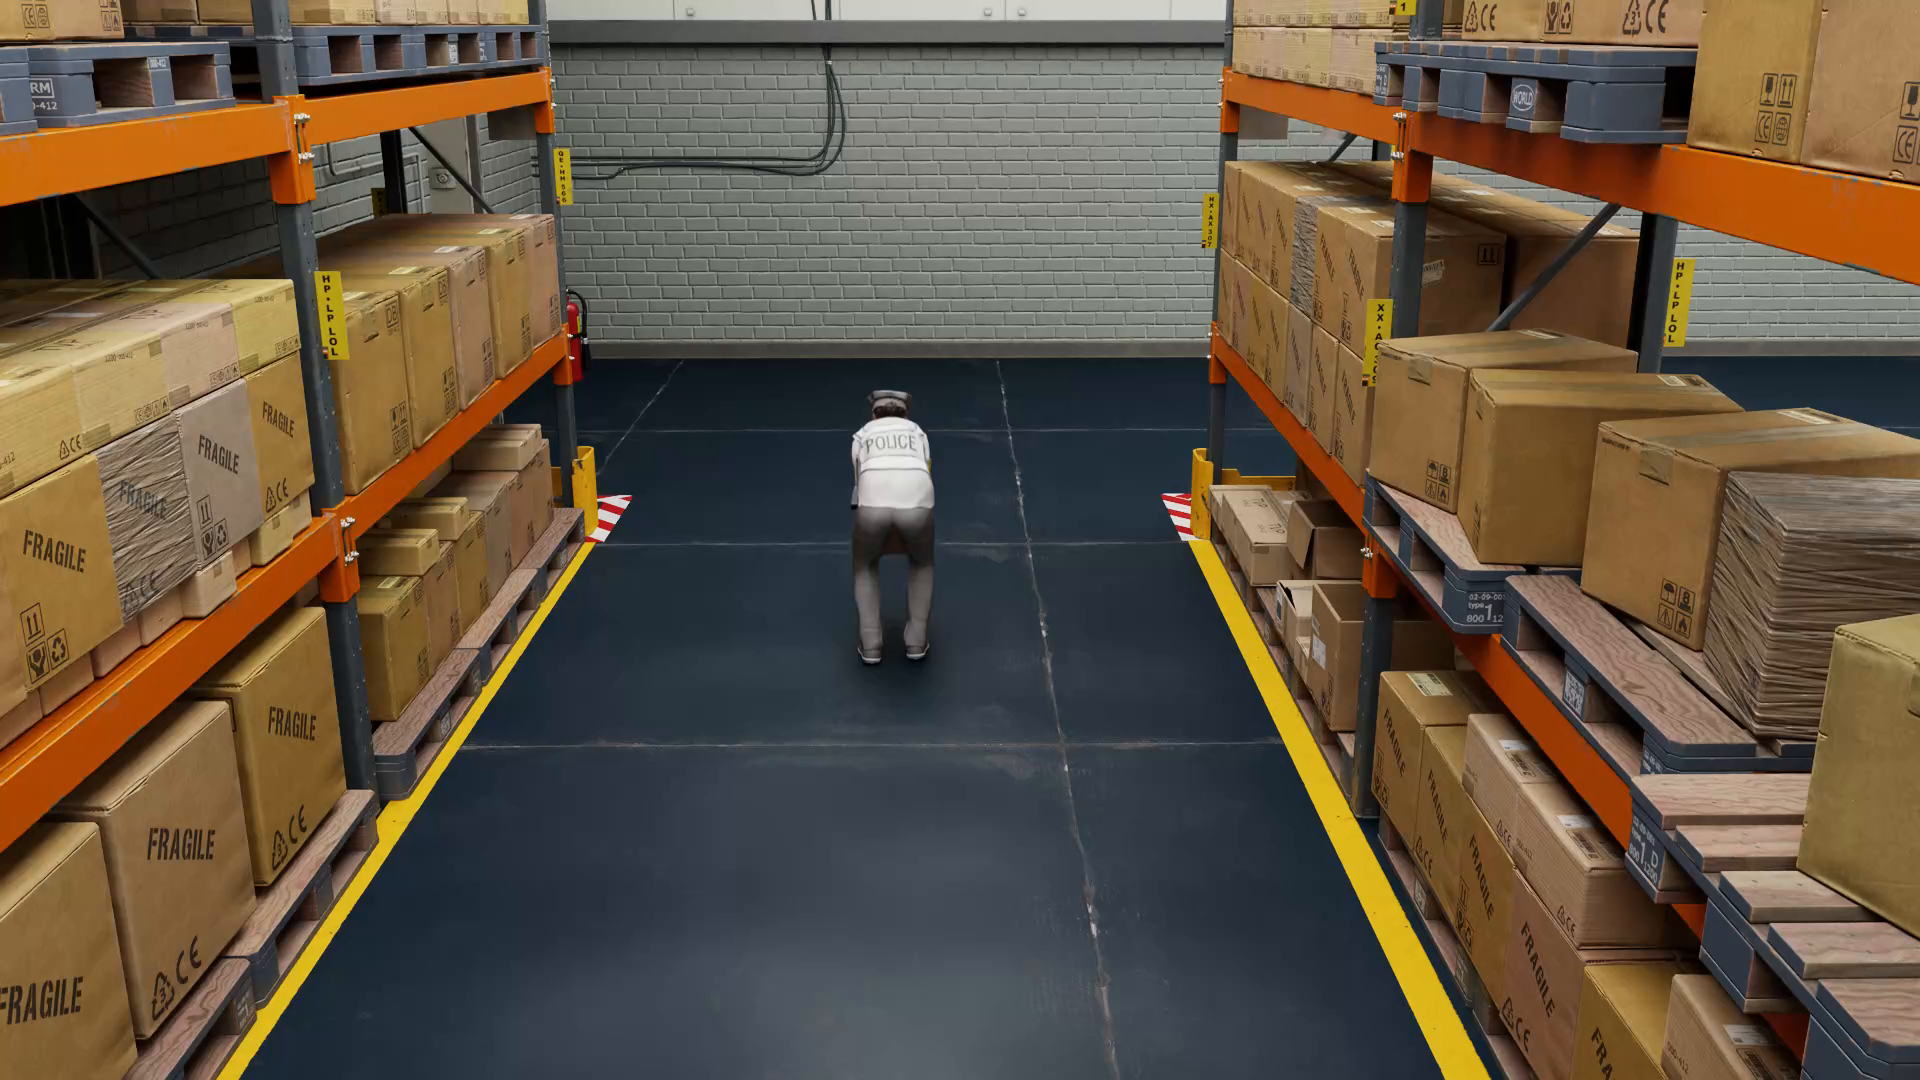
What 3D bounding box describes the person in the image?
[{"bbox_3d":[-0.341,-0.078,8.446,0.417,1.284,0.892,-1,17,-3],"label":"person"}]
